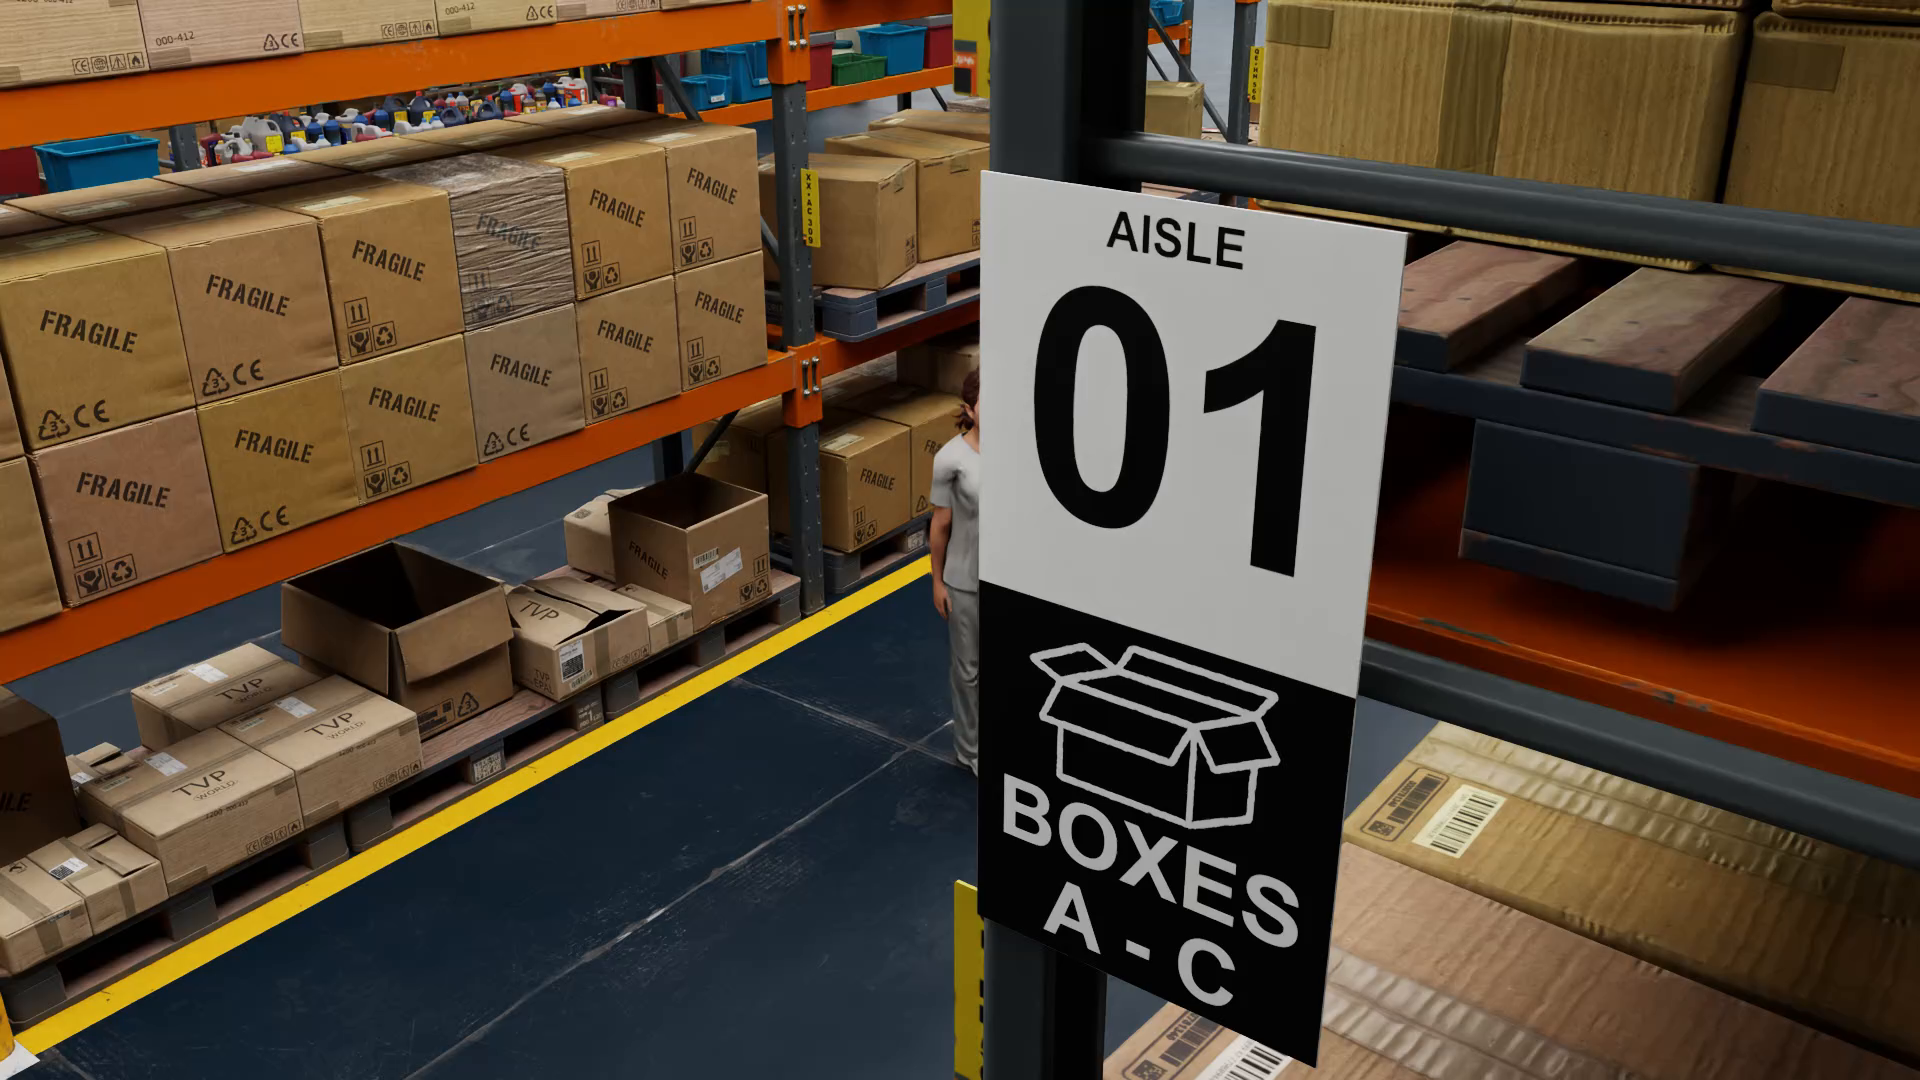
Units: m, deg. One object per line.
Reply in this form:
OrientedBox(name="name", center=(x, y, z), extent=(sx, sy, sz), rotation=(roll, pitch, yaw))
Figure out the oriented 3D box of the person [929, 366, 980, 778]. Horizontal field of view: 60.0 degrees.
OrientedBox(name="person", center=(0.138, 0.192, 6.175), extent=(0.442, 1.698, 0.526), rotation=(-9, 25, -20))
